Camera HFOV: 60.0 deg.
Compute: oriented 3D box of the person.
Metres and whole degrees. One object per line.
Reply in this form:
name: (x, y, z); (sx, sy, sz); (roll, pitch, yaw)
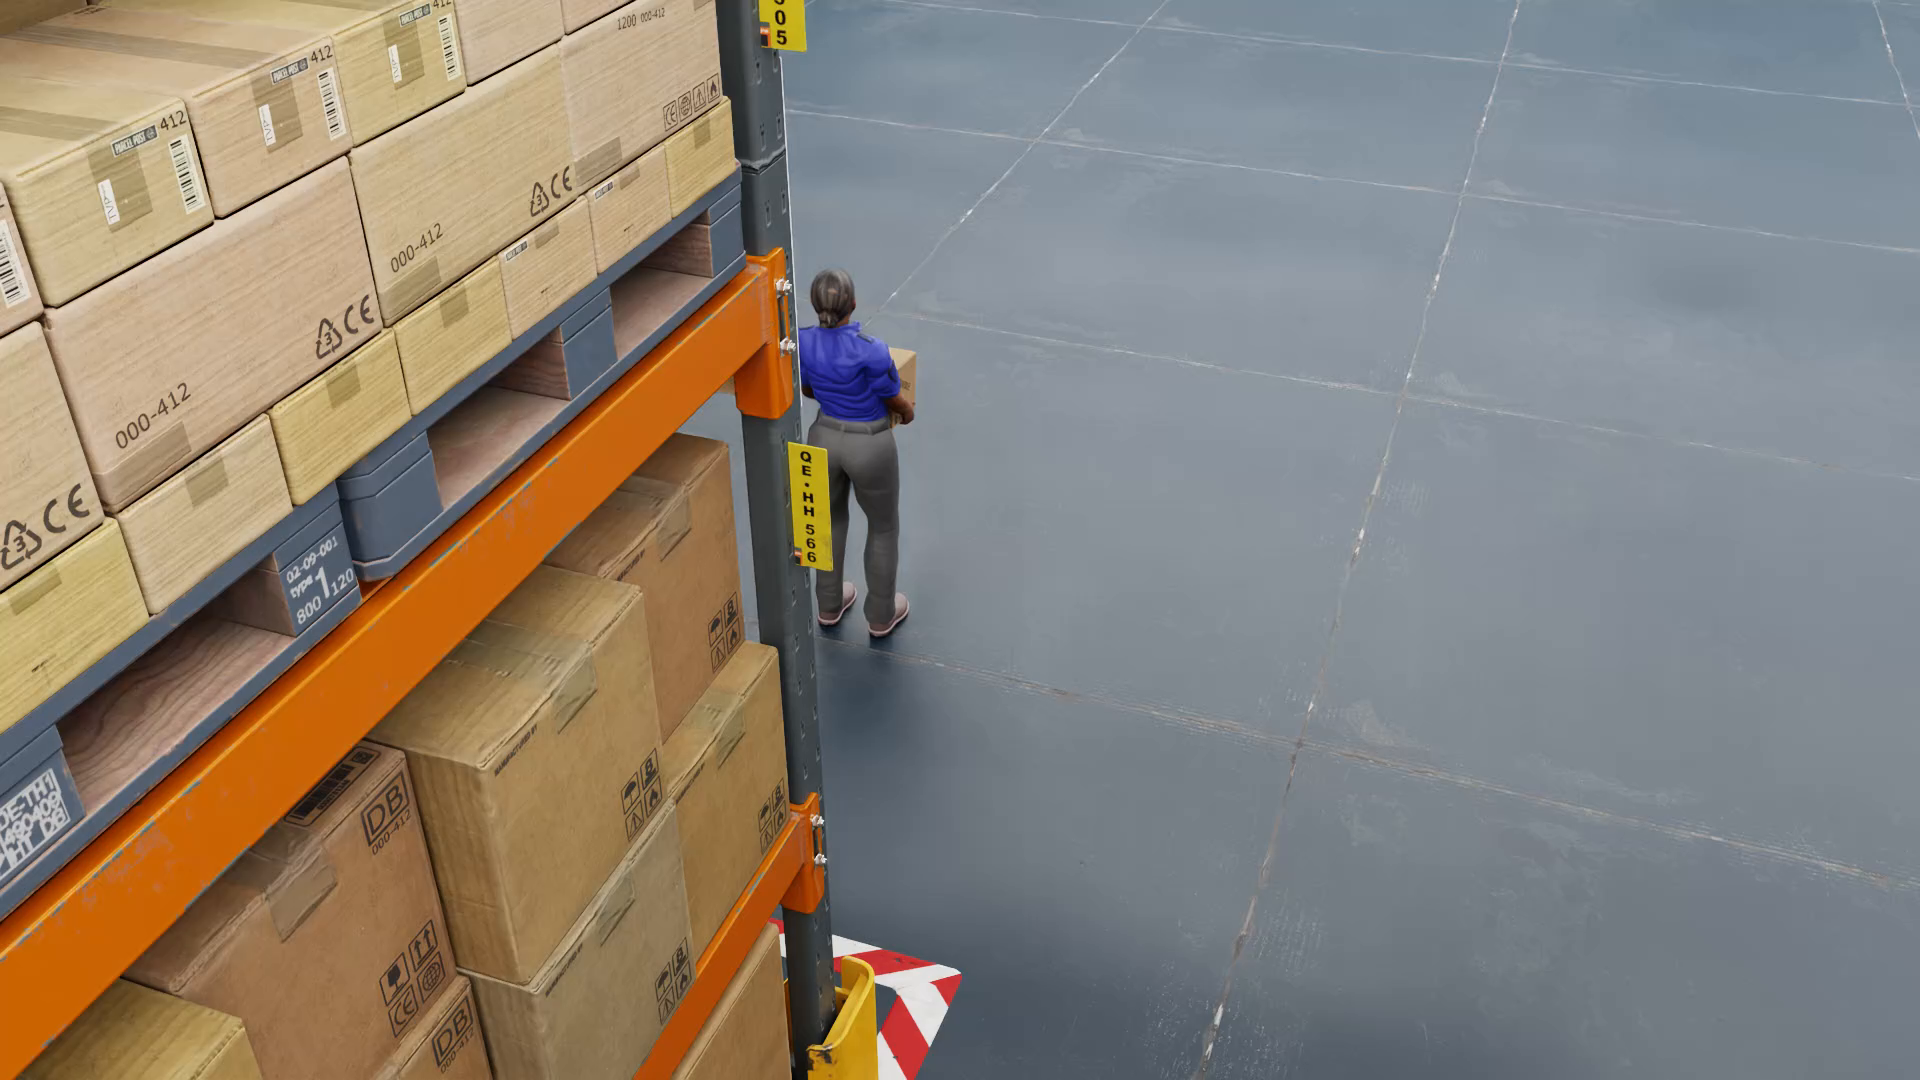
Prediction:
person: (-0.408, -0.391, 6.746); (0.450, 1.645, 0.522); (11, 35, 17)
